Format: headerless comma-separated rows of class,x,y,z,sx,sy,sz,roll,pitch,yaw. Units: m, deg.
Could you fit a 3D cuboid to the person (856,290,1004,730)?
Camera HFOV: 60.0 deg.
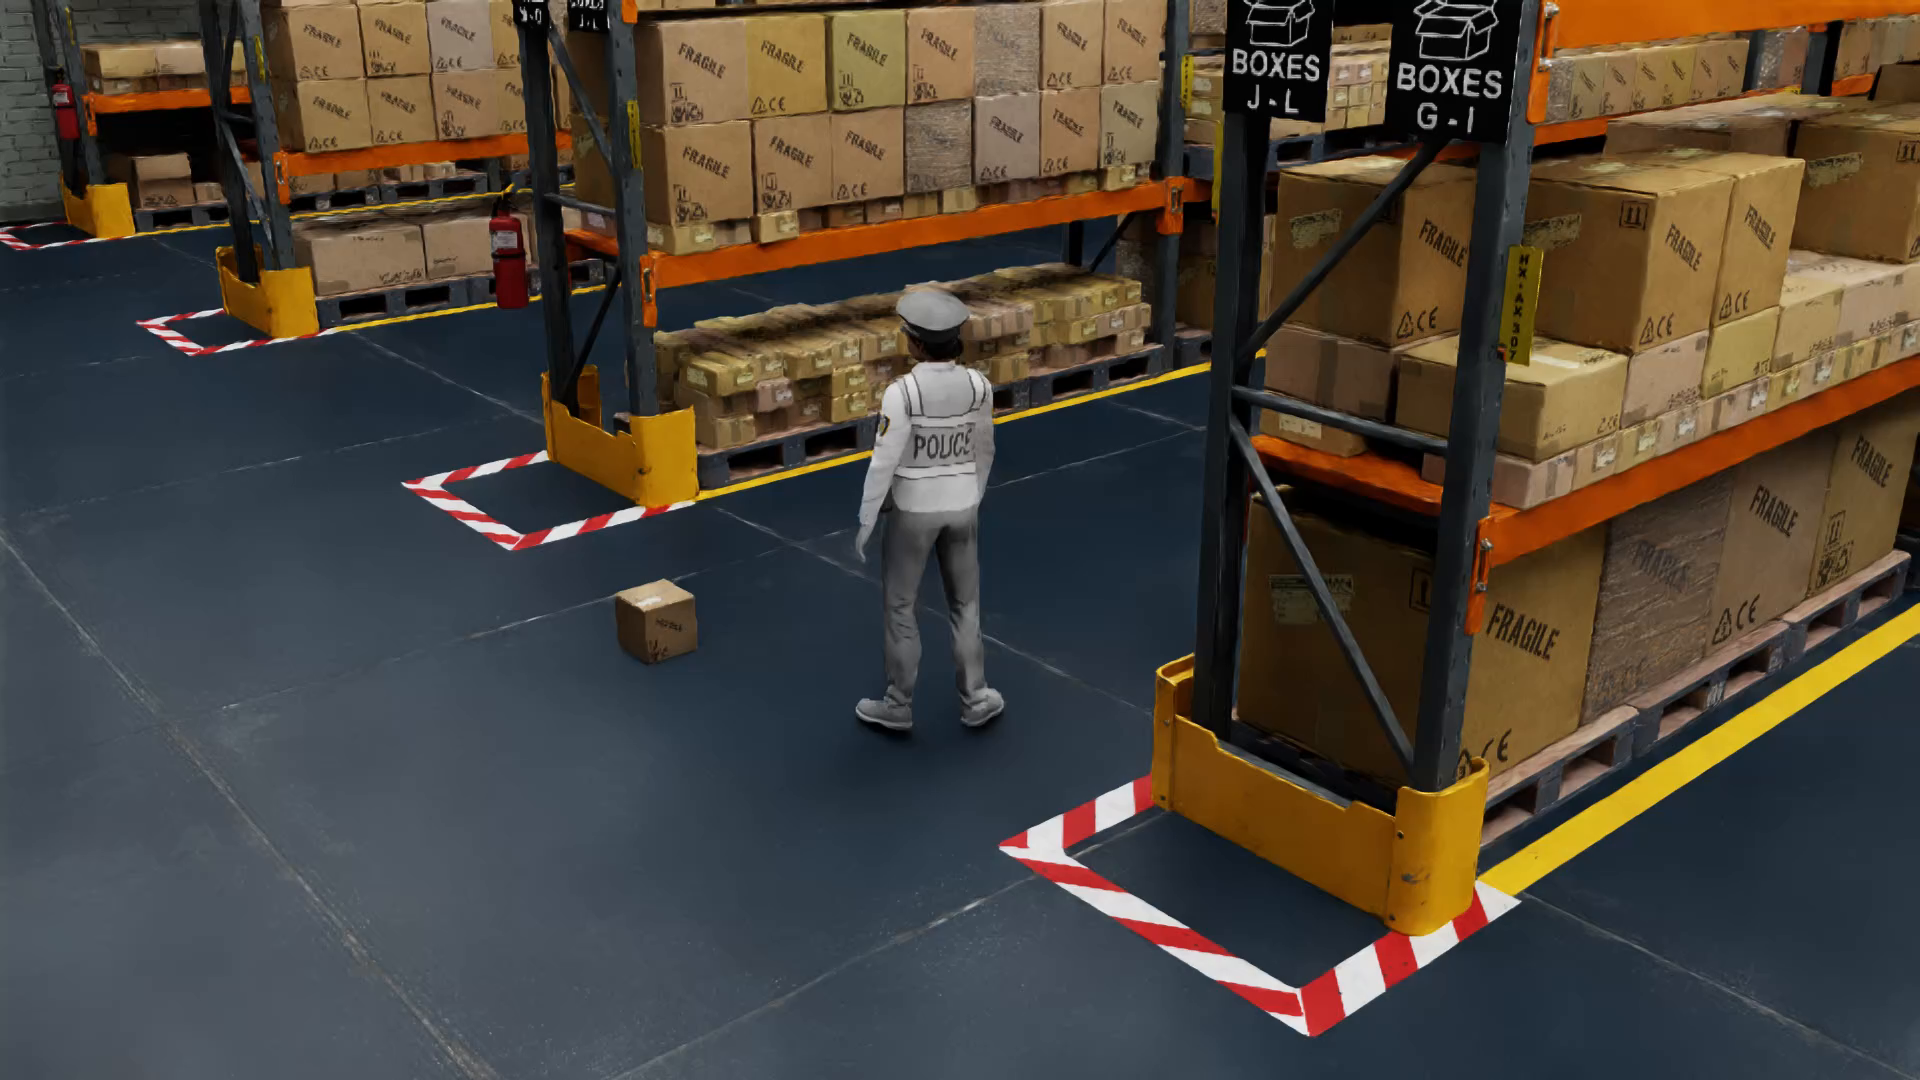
person,-0.108,-0.088,6.223,0.602,1.688,0.360,-10,23,-23
